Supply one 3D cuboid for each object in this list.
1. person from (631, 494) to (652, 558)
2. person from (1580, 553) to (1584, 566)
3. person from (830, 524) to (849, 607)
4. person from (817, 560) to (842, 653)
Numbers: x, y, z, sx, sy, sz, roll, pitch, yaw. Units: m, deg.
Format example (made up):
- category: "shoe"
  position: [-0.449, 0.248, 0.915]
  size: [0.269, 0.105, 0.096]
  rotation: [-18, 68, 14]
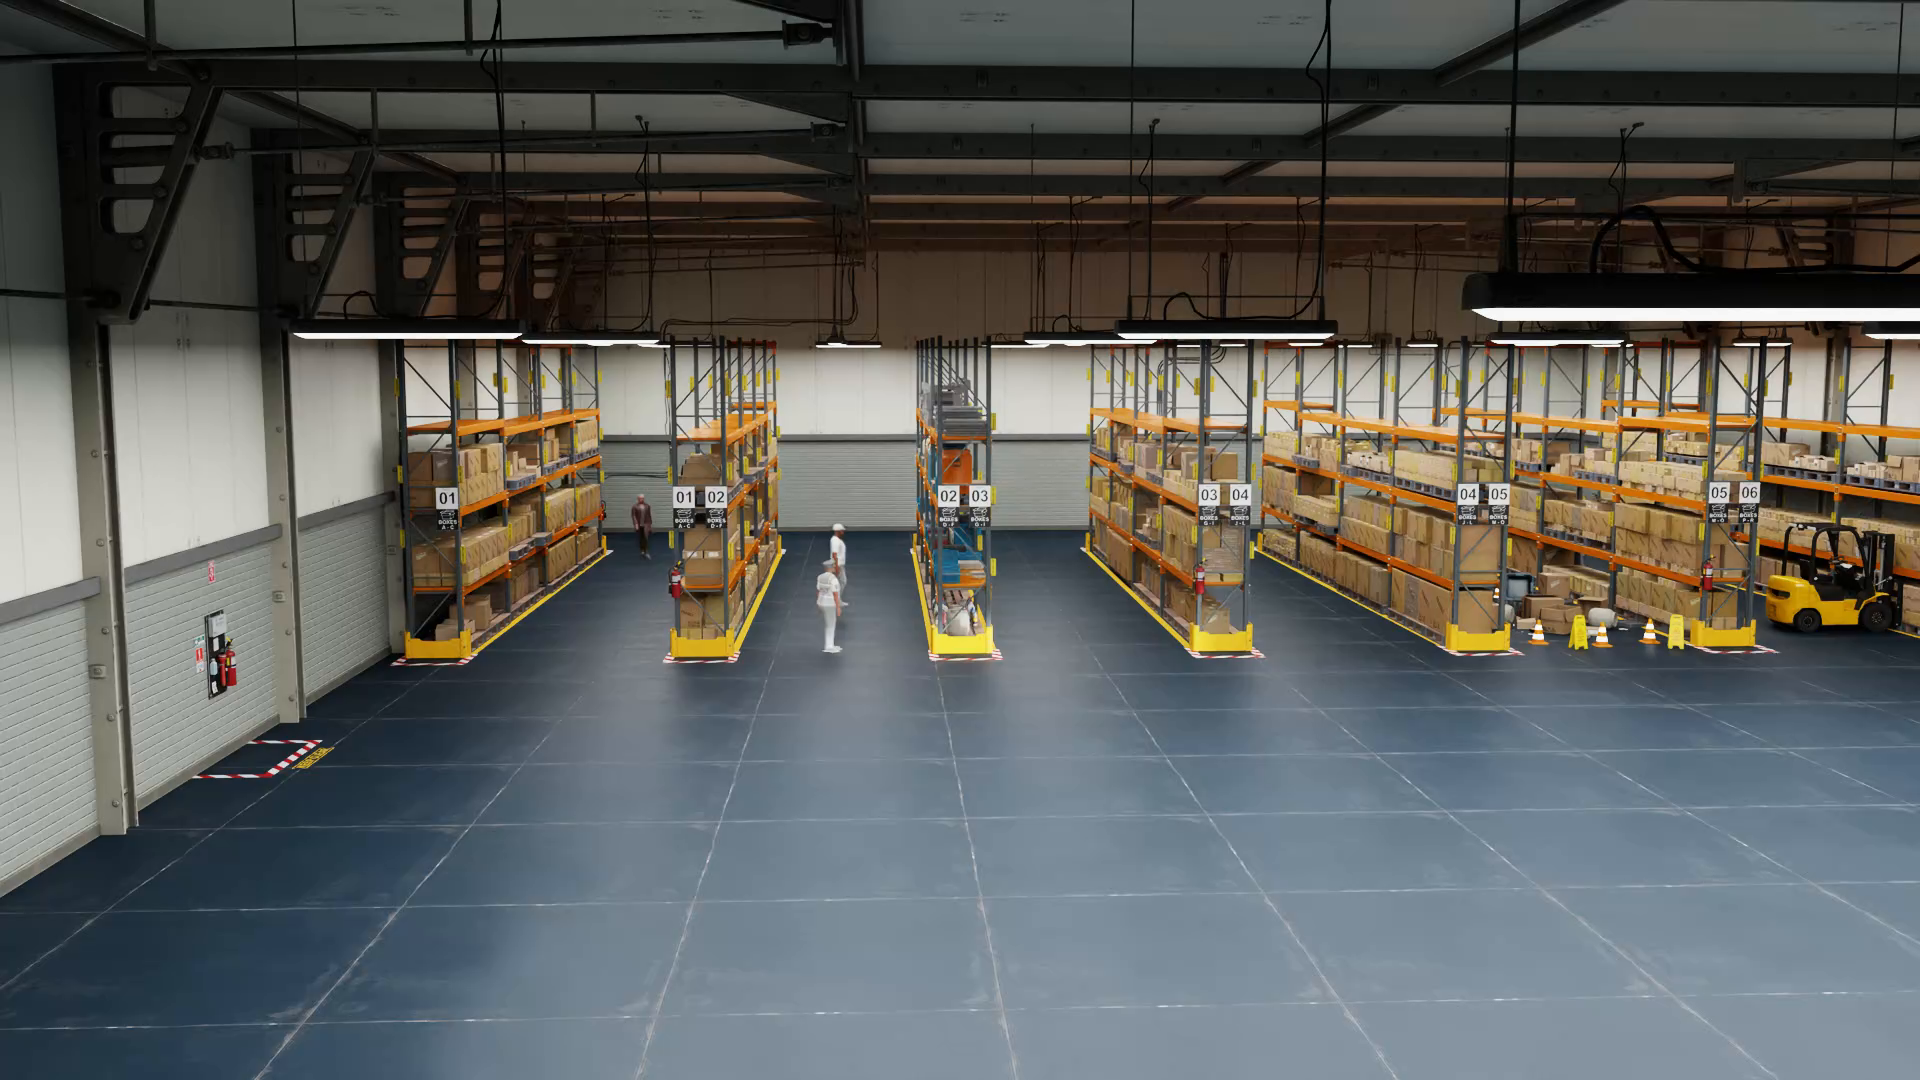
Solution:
- category: "person"
  position: [-8.822, -0.400, 46.065]
  size: [0.561, 1.737, 1.024]
  rotation: [-1, 7, -4]
- category: "person"
  position: [16.317, -0.038, 43.970]
  size: [0.378, 1.566, 0.445]
  rotation: [2, 7, 19]
- category: "person"
  position: [-2.605, 0.561, 35.594]
  size: [0.469, 1.825, 0.642]
  rotation: [1, 7, 5]
- category: "person"
  position: [-2.466, 1.260, 31.715]
  size: [0.478, 1.768, 0.595]
  rotation: [-3, 7, -26]
